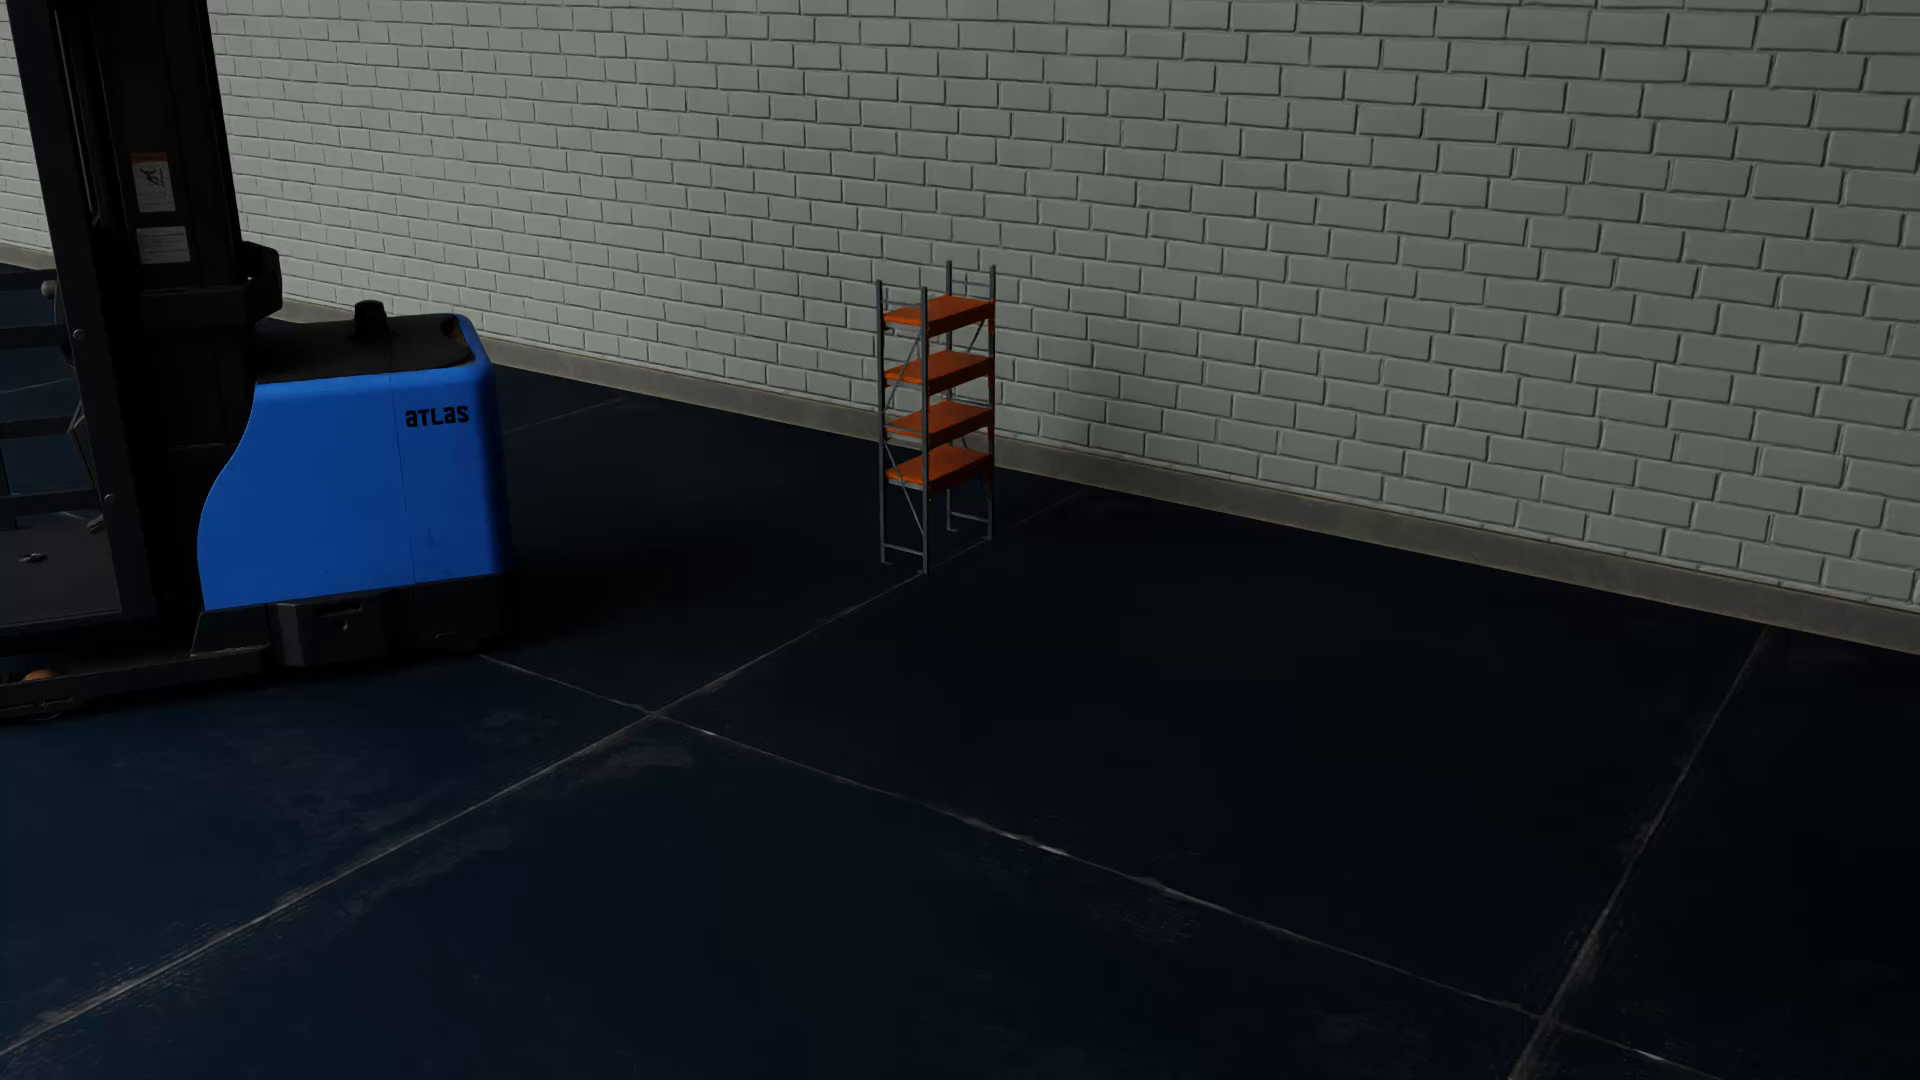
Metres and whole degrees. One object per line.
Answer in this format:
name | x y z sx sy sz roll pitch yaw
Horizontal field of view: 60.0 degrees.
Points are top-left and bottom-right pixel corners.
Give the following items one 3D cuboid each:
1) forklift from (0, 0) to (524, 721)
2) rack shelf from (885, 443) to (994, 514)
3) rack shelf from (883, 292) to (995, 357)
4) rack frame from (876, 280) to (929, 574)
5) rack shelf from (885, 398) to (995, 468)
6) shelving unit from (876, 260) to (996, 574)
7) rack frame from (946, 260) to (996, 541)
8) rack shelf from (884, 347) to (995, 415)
forklift | -3.197 -0.948 5.603 3.031 2.935 1.130 -8 22 -20
rack shelf | -0.093 -0.266 7.021 0.258 0.148 0.480 13 24 32
rack shelf | -0.093 -0.884 6.792 0.258 0.148 0.480 13 24 32
rack frame | -0.230 -0.445 6.739 0.240 1.200 0.015 13 24 32
rack shelf | -0.093 -0.452 6.952 0.258 0.148 0.480 13 24 32
shelving unit | -0.093 -0.515 6.928 0.258 1.200 0.503 13 24 32
rack frame | 0.044 -0.585 7.118 0.240 1.200 0.015 13 24 32
rack shelf | -0.093 -0.662 6.874 0.258 0.148 0.480 13 24 32
